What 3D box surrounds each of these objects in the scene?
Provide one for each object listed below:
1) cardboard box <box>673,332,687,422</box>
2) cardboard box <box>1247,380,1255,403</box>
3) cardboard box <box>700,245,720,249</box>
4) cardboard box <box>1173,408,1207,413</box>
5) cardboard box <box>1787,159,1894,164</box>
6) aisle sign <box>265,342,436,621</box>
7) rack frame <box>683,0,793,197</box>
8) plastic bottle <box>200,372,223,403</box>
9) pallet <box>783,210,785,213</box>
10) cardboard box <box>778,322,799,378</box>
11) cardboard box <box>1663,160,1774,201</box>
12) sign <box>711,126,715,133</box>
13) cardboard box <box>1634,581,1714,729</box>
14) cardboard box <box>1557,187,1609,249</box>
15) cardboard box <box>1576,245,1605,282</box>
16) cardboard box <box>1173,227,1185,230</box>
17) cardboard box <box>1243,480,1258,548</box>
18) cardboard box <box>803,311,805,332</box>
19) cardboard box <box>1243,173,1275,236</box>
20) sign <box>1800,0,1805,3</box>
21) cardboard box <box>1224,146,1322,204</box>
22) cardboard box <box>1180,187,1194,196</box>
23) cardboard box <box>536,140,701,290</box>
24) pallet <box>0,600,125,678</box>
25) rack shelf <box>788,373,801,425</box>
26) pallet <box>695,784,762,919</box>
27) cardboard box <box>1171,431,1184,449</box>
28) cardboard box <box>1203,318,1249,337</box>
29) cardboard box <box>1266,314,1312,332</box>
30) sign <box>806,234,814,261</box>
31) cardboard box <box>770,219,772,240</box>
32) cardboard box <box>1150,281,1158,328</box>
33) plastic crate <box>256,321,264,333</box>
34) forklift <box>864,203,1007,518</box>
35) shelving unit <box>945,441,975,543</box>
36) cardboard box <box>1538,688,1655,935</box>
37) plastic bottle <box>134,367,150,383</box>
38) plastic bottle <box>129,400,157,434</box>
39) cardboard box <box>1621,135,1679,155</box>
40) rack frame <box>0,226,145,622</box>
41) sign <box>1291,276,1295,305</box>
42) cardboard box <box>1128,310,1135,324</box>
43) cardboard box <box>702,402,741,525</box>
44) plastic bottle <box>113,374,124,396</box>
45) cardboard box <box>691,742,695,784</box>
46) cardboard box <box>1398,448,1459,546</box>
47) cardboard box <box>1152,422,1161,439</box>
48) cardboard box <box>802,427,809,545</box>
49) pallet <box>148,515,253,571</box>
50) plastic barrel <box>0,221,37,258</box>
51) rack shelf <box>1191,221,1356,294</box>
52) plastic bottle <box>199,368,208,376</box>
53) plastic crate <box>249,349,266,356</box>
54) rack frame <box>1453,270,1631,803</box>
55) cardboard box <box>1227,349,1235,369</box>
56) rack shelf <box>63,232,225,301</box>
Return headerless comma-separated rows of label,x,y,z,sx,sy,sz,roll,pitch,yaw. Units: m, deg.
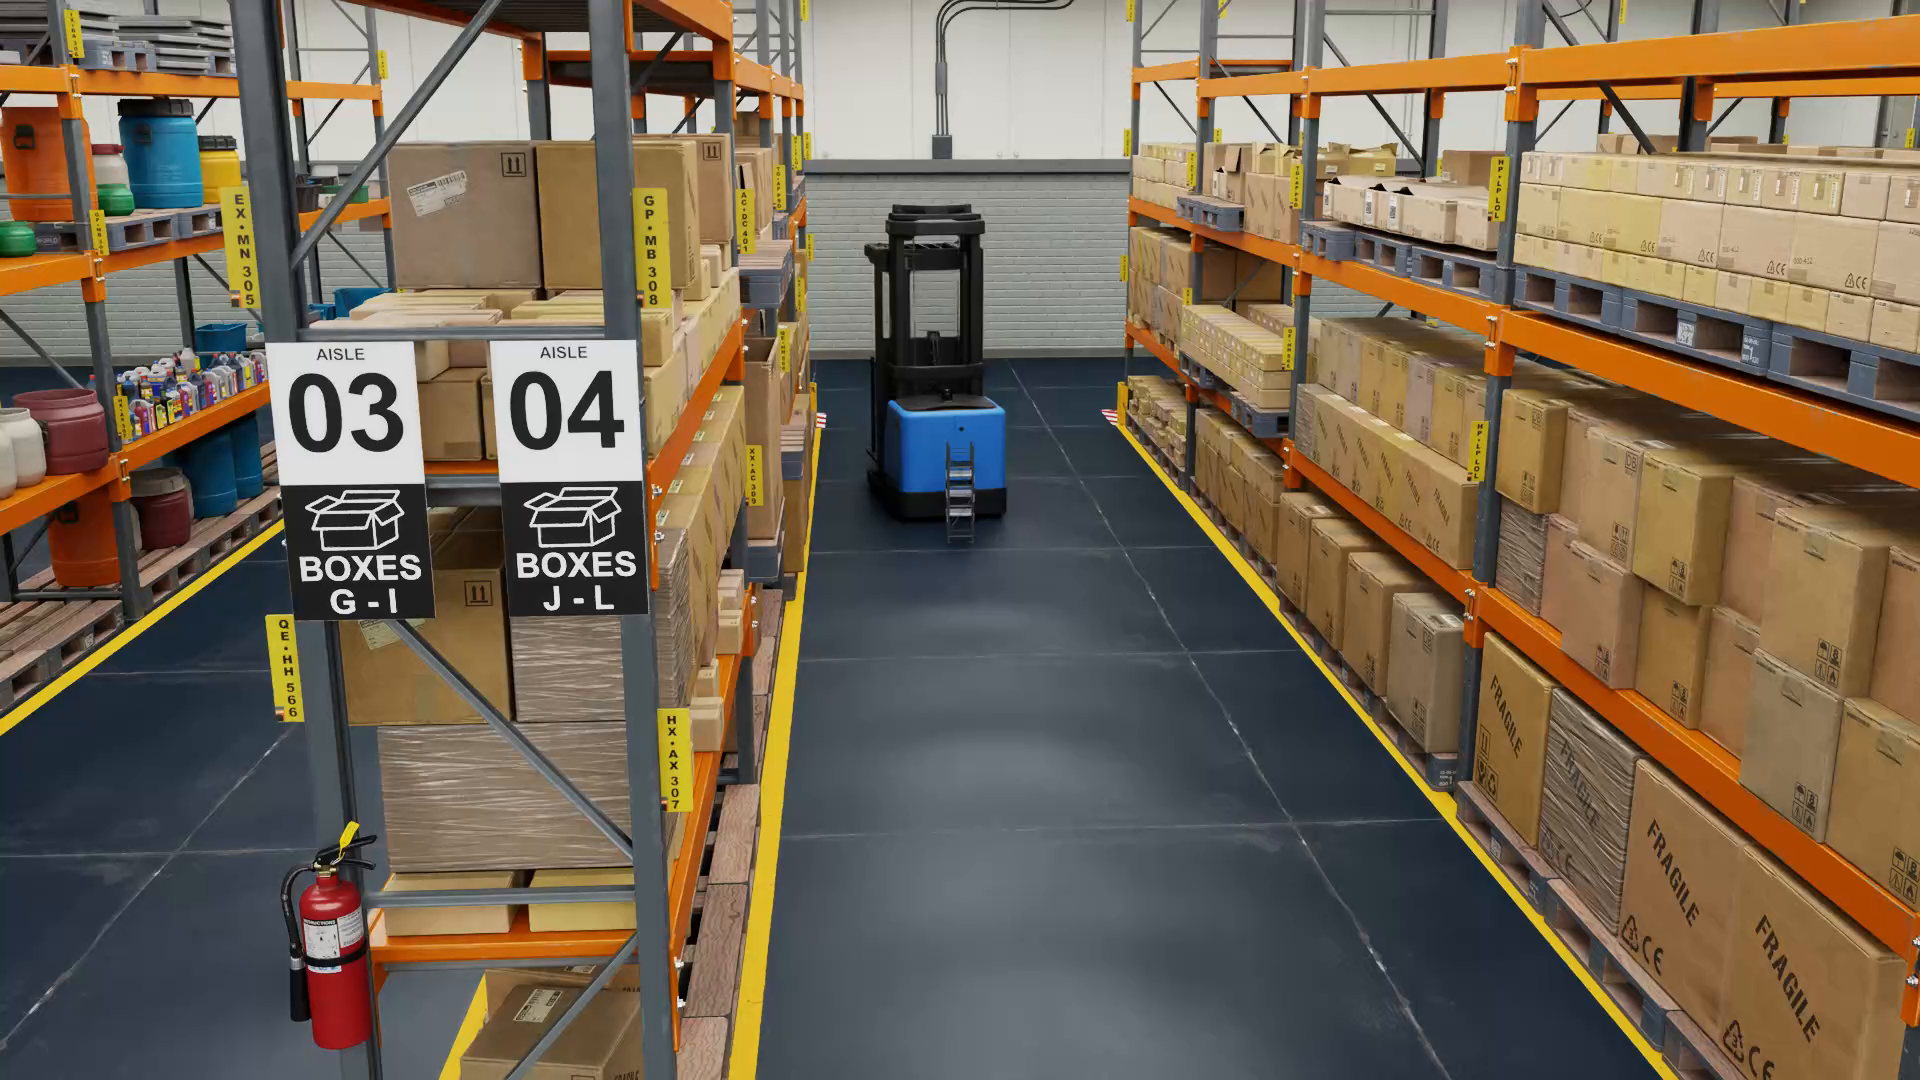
cardboard box,-1.201,-0.549,5.644,0.500,0.250,0.500,-1,14,-5
cardboard box,2.567,-1.217,13.620,0.380,0.149,0.250,-1,14,-4
cardboard box,-1.303,-1.279,7.683,0.380,0.149,0.250,-2,15,-6
cardboard box,2.524,-1.338,18.116,0.380,0.149,0.250,0,14,-2
cardboard box,3.736,-1.532,7.025,0.380,0.149,0.250,-1,14,-4
aisle sign,-1.687,-0.156,4.618,0.394,0.787,0.004,-1,14,-3
rack frame,-2.134,-4.806,15.871,1.000,3.000,0.127,-1,14,-3
plastic bottle,-6.654,-1.364,14.780,0.152,0.276,0.135,-1,14,-3
pallet,-2.028,-3.034,15.385,0.805,0.209,1.217,-1,15,-6
cardboard box,-1.833,-1.837,16.170,0.500,0.500,0.500,-1,14,-3
cardboard box,3.096,-1.458,6.736,0.380,0.149,0.250,-1,14,-4
sign,-2.936,-4.803,19.965,0.100,0.325,0.005,-1,14,-3
cardboard box,3.458,0.459,7.146,0.875,0.550,0.500,-1,14,-3
cardboard box,3.102,-1.487,7.652,0.500,0.250,0.500,-1,14,-4
cardboard box,3.049,-1.261,7.573,0.380,0.149,0.250,-1,14,-4
cardboard box,2.851,-3.514,20.083,0.500,0.500,0.500,-1,14,-5
cardboard box,2.740,-0.239,14.334,0.500,0.500,0.500,0,14,-1
cardboard box,-1.988,-2.469,18.529,0.500,0.250,0.500,-1,14,-3
cardboard box,2.710,-2.845,14.069,0.500,0.500,0.500,-1,14,-3
sign,8.297,-5.461,16.384,0.100,0.325,0.005,-1,14,-3
cardboard box,2.787,-3.272,14.879,0.797,0.503,0.637,-1,14,-4
cardboard box,2.522,-3.450,16.922,0.500,0.250,0.500,-1,14,-2
cardboard box,-1.213,-1.177,5.985,0.500,0.500,0.500,-1,14,-4
pallet,-6.821,0.714,12.051,1.003,0.211,1.213,-1,14,-3
rack shelf,-2.010,-1.055,14.775,1.077,0.370,4.000,-1,14,-3
pallet,-1.562,1.606,8.586,1.003,0.211,1.213,-1,14,-3
cardboard box,2.456,-1.060,17.631,0.380,0.149,0.250,-2,15,-6
cardboard box,2.454,-1.958,15.309,0.380,0.149,0.250,-1,14,-4
cardboard box,3.090,-2.029,15.584,0.380,0.149,0.250,-1,14,-4
sign,-1.840,-3.576,20.330,0.100,0.325,0.005,-1,14,-3
cardboard box,-1.612,-2.172,11.952,0.500,0.250,0.500,-1,14,-3
cardboard box,2.441,-2.642,18.702,0.500,0.500,0.500,-1,14,-5
plastic crate,-7.539,-2.299,18.380,0.416,0.233,0.300,-1,14,-3
forklift,-0.360,-1.953,16.960,1.130,2.935,3.031,-3,15,-12
shelving unit,0.000,-0.438,15.146,0.258,0.900,0.210,-1,14,-3
cardboard box,3.347,1.244,7.815,0.875,0.875,0.875,-1,14,-3
plastic bottle,-7.372,-1.413,14.972,0.152,0.276,0.135,-1,14,-3
plastic bottle,-6.563,-0.997,13.355,0.152,0.276,0.135,-1,14,-3
cardboard box,7.641,-4.143,18.063,0.797,0.503,0.637,0,14,1
rack frame,-6.830,-0.830,12.455,1.000,3.000,0.127,-1,14,-3
sign,3.376,-2.523,16.711,0.100,0.325,0.005,-1,14,-3
cardboard box,2.267,-2.740,20.383,0.380,0.149,0.250,-1,14,-4
cardboard box,-1.304,-0.356,7.810,0.500,0.500,0.500,-1,14,-3
plastic bottle,-7.340,-1.303,14.395,0.144,0.351,0.185,-1,14,-3
cardboard box,-1.212,0.881,6.308,0.380,0.149,0.250,-1,14,-3
cardboard box,2.988,-0.263,10.050,0.500,0.500,0.500,-1,14,-4
cardboard box,2.397,-1.250,18.968,0.380,0.149,0.250,-1,14,-3
cardboard box,-1.956,-0.474,14.495,1.225,0.875,0.875,-1,14,-3
pallet,-6.993,0.023,14.739,1.003,0.211,1.213,-1,14,-3
plastic barrel,-6.764,-2.147,11.865,0.294,0.245,0.294,0,14,0
rack shelf,2.946,-2.559,14.601,1.077,0.370,4.000,-1,14,-3
plastic bottle,-6.792,-1.413,14.980,0.097,0.271,0.097,0,14,0
plastic crate,-6.964,-1.844,16.805,0.396,0.136,0.243,-1,14,-3
rack frame,3.318,0.037,9.086,1.000,3.000,0.127,-1,14,-3
cardboard box,2.520,-1.555,14.339,0.380,0.149,0.250,-1,14,-4
rack shelf,-6.954,-2.431,14.104,1.077,0.370,4.000,-1,14,-3
